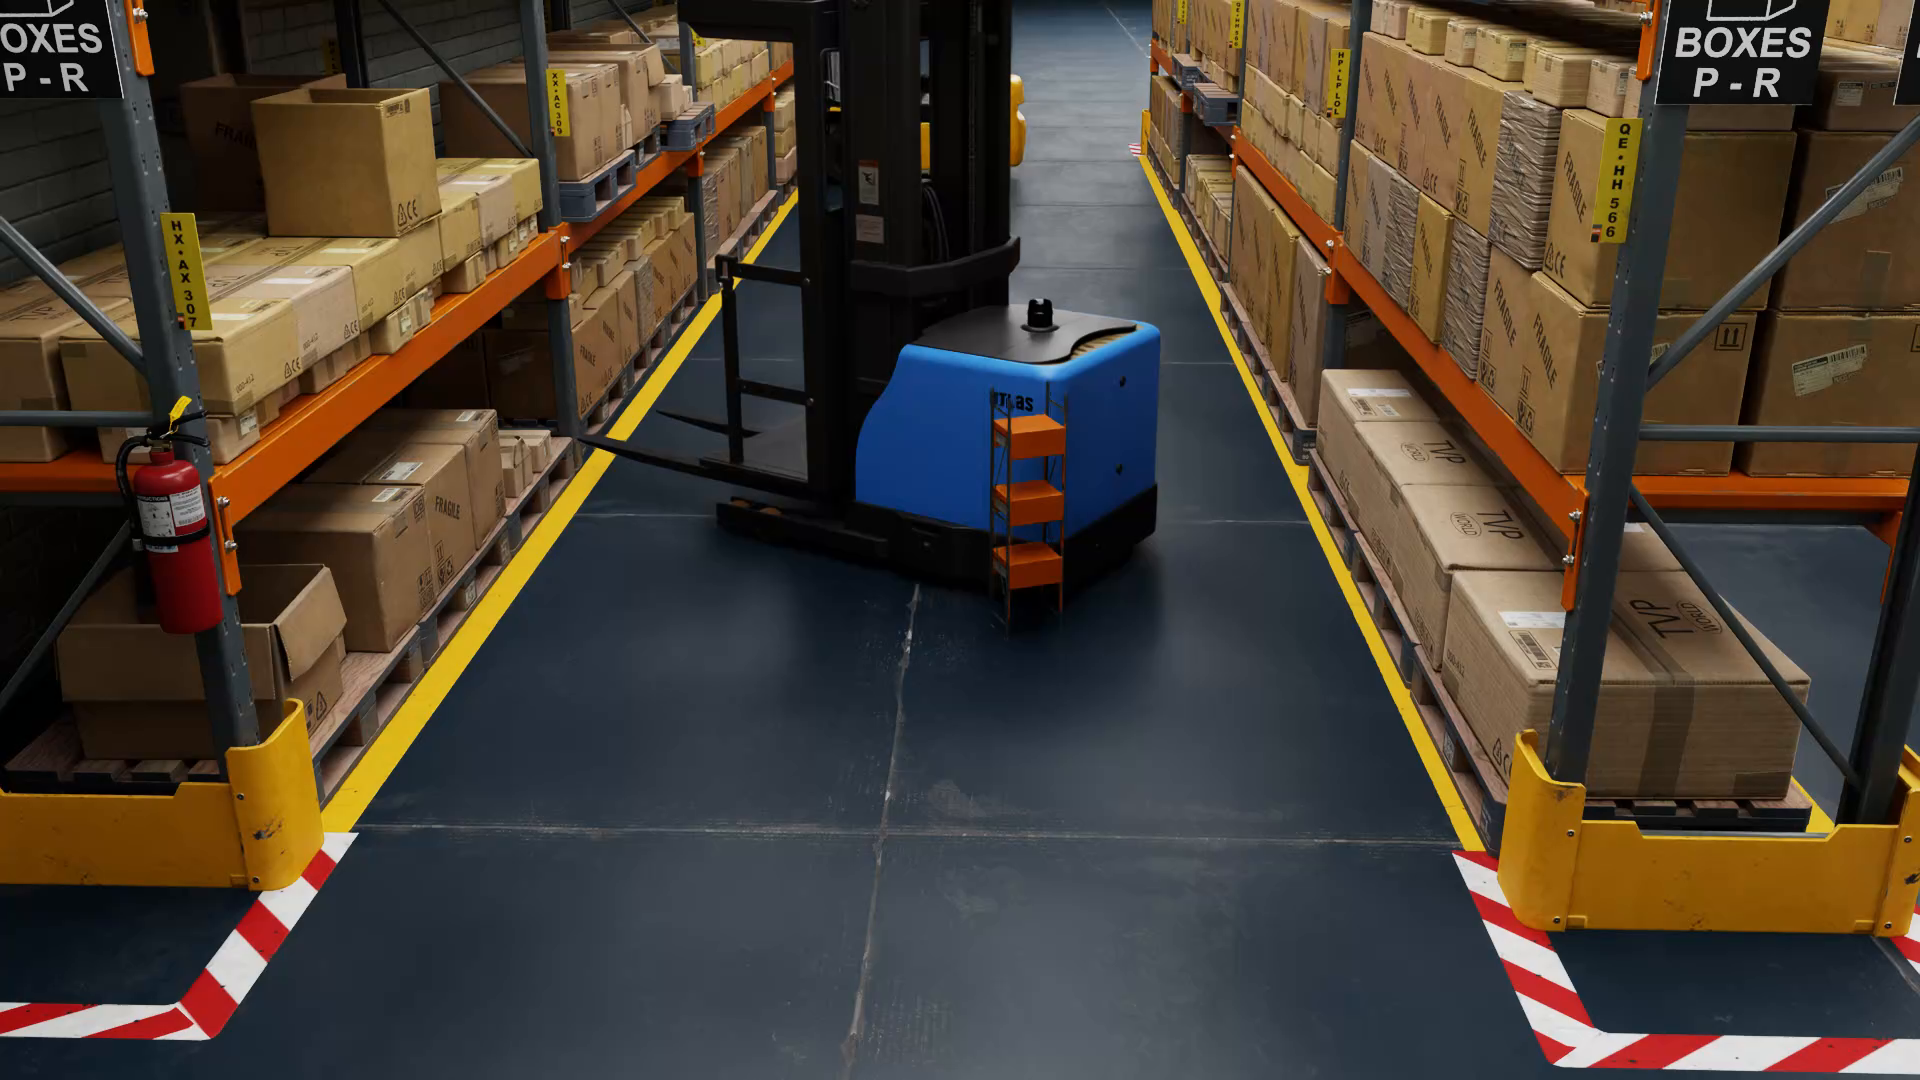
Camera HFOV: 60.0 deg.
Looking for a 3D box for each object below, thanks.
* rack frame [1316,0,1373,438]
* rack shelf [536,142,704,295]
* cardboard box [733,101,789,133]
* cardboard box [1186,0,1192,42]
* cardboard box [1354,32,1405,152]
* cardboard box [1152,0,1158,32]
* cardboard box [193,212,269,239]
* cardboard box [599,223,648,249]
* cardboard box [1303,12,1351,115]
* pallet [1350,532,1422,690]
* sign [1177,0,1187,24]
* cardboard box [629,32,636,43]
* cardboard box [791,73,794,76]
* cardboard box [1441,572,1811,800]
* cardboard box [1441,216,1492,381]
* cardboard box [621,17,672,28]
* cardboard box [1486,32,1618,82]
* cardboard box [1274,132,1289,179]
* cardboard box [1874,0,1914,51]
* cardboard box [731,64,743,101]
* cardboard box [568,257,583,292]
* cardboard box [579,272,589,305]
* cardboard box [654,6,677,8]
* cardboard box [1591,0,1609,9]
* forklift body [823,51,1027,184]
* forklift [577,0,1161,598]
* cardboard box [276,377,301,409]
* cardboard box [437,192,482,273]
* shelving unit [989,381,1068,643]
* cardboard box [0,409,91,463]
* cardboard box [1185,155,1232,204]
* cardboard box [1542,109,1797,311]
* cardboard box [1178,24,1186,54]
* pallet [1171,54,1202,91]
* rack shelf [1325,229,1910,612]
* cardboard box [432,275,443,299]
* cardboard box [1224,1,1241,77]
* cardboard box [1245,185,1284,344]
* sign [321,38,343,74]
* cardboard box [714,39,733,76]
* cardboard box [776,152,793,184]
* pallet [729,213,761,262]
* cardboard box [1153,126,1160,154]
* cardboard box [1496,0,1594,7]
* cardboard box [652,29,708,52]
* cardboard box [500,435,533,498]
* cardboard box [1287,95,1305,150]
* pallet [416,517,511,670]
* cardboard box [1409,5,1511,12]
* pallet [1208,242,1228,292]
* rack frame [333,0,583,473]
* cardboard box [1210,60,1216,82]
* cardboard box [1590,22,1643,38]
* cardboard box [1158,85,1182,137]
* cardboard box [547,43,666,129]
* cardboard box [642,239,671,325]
[{"bbox_3d":[2.404,-1.734,8.351,1.000,3.000,0.127,1,21,2],"label":"rack frame"},{"bbox_3d":[-2.497,-2.175,10.482,1.077,0.370,4.000,1,21,2],"label":"rack shelf"},{"bbox_3d":[-1.986,-4.231,16.626,0.500,0.250,0.500,0,21,1],"label":"cardboard box"},{"bbox_3d":[2.346,-4.841,15.229,0.500,0.500,0.500,1,21,3],"label":"cardboard box"},{"bbox_3d":[2.147,-2.077,7.715,0.500,0.500,0.500,1,21,2],"label":"cardboard box"},{"bbox_3d":[2.477,-6.090,19.028,0.500,0.500,0.500,0,21,1],"label":"cardboard box"},{"bbox_3d":[-2.878,-1.133,6.599,0.500,0.250,0.500,1,21,2],"label":"cardboard box"},{"bbox_3d":[-2.288,-2.006,11.031,0.380,0.149,0.250,0,21,1],"label":"cardboard box"},{"bbox_3d":[2.175,-2.598,9.058,0.500,0.500,0.500,1,21,3],"label":"cardboard box"},{"bbox_3d":[2.268,0.282,7.009,1.003,0.211,1.213,1,21,2],"label":"pallet"},{"bbox_3d":[2.104,-5.033,15.658,0.100,0.325,0.005,1,21,2],"label":"sign"},{"bbox_3d":[-2.629,-3.702,12.389,0.380,0.149,0.250,1,21,3],"label":"cardboard box"},{"bbox_3d":[-1.895,-5.336,19.473,0.500,0.250,0.500,1,21,3],"label":"cardboard box"},{"bbox_3d":[2.202,0.471,5.629,0.875,0.438,0.875,0,21,0],"label":"cardboard box"},{"bbox_3d":[2.068,-0.879,6.009,0.500,0.500,0.500,1,21,3],"label":"cardboard box"},{"bbox_3d":[-2.601,-4.258,13.820,0.380,0.149,0.250,1,21,3],"label":"cardboard box"},{"bbox_3d":[2.077,-1.697,5.838,0.380,0.149,0.250,1,21,3],"label":"cardboard box"},{"bbox_3d":[2.228,-2.382,10.229,0.500,0.250,0.500,1,21,2],"label":"cardboard box"},{"bbox_3d":[7.514,-4.020,12.723,0.700,0.500,0.500,0,21,1],"label":"cardboard box"},{"bbox_3d":[-2.132,-3.877,14.081,0.500,0.250,0.500,1,21,3],"label":"cardboard box"},{"bbox_3d":[-2.321,-1.480,9.264,0.380,0.149,0.250,0,21,-1],"label":"cardboard box"},{"bbox_3d":[-2.354,-1.441,9.574,0.380,0.149,0.250,0,21,-1],"label":"cardboard box"},{"bbox_3d":[-2.600,-4.808,15.238,0.380,0.149,0.250,0,21,0],"label":"cardboard box"},{"bbox_3d":[7.753,-5.990,19.113,0.875,0.550,0.550,1,21,2],"label":"cardboard box"},{"bbox_3d":[-0.427,-5.025,18.005,2.313,2.155,1.214,1,21,2],"label":"forklift body"},{"bbox_3d":[-0.581,-1.502,7.847,3.031,2.935,1.130,13,25,30],"label":"forklift"},{"bbox_3d":[-2.461,-0.528,5.589,0.380,0.149,0.250,0,21,1],"label":"cardboard box"},{"bbox_3d":[-2.358,-1.308,7.049,0.500,0.250,0.500,0,21,1],"label":"cardboard box"},{"bbox_3d":[0.277,-0.112,6.865,0.252,1.050,0.215,-8,23,-19],"label":"shelving unit"},{"bbox_3d":[-2.938,-0.347,5.123,0.380,0.149,0.250,0,21,1],"label":"cardboard box"},{"bbox_3d":[2.633,-3.408,15.716,0.950,0.372,0.625,1,21,2],"label":"cardboard box"},{"bbox_3d":[2.059,-0.977,4.881,0.500,0.500,0.500,1,21,3],"label":"cardboard box"},{"bbox_3d":[2.412,-4.975,16.155,0.500,0.500,0.500,0,21,0],"label":"cardboard box"},{"bbox_3d":[2.478,-4.262,15.132,1.003,0.211,1.213,1,21,2],"label":"pallet"},{"bbox_3d":[2.343,-0.675,6.617,1.077,0.370,4.000,1,21,2],"label":"rack shelf"},{"bbox_3d":[-2.420,-1.084,7.024,0.380,0.149,0.250,1,21,2],"label":"cardboard box"},{"bbox_3d":[2.261,-3.729,12.362,0.500,0.500,0.500,0,21,0],"label":"cardboard box"},{"bbox_3d":[2.390,-1.814,10.915,0.875,0.875,0.875,1,21,2],"label":"cardboard box"},{"bbox_3d":[-3.113,-2.332,8.291,0.100,0.325,0.005,1,21,2],"label":"sign"},{"bbox_3d":[-2.128,-3.924,13.513,0.500,0.250,0.500,0,21,0],"label":"cardboard box"},{"bbox_3d":[-1.969,-3.765,16.806,0.500,0.250,0.500,1,21,2],"label":"cardboard box"},{"bbox_3d":[-2.332,-2.671,14.620,1.003,0.211,1.213,1,21,2],"label":"pallet"},{"bbox_3d":[2.445,-4.514,18.735,0.500,0.250,0.500,1,21,4],"label":"cardboard box"},{"bbox_3d":[2.712,-2.434,7.739,0.380,0.149,0.250,0,21,1],"label":"cardboard box"},{"bbox_3d":[-2.125,-3.791,12.618,0.380,0.149,0.250,1,21,3],"label":"cardboard box"},{"bbox_3d":[-2.292,-0.375,8.047,0.396,0.266,0.258,1,21,4],"label":"cardboard box"},{"bbox_3d":[2.191,-2.427,9.654,0.500,0.250,0.500,1,21,3],"label":"cardboard box"},{"bbox_3d":[-2.614,0.203,7.213,1.003,0.211,1.213,1,21,2],"label":"pallet"},{"bbox_3d":[2.177,-2.252,7.269,0.380,0.149,0.250,0,21,1],"label":"cardboard box"},{"bbox_3d":[2.550,-2.163,13.311,1.003,0.211,1.213,1,21,2],"label":"pallet"},{"bbox_3d":[-2.558,-1.787,8.488,1.000,3.000,0.127,1,21,2],"label":"rack frame"},{"bbox_3d":[2.209,-3.760,13.339,0.380,0.149,0.250,1,21,3],"label":"cardboard box"},{"bbox_3d":[2.618,-1.884,6.320,0.380,0.149,0.250,1,21,2],"label":"cardboard box"},{"bbox_3d":[2.432,-4.669,18.098,0.500,0.500,0.500,1,21,3],"label":"cardboard box"},{"bbox_3d":[-2.301,-2.885,10.595,0.797,0.503,0.637,0,21,0],"label":"cardboard box"},{"bbox_3d":[-2.273,-1.739,11.238,0.500,0.500,0.500,2,21,4],"label":"cardboard box"}]
